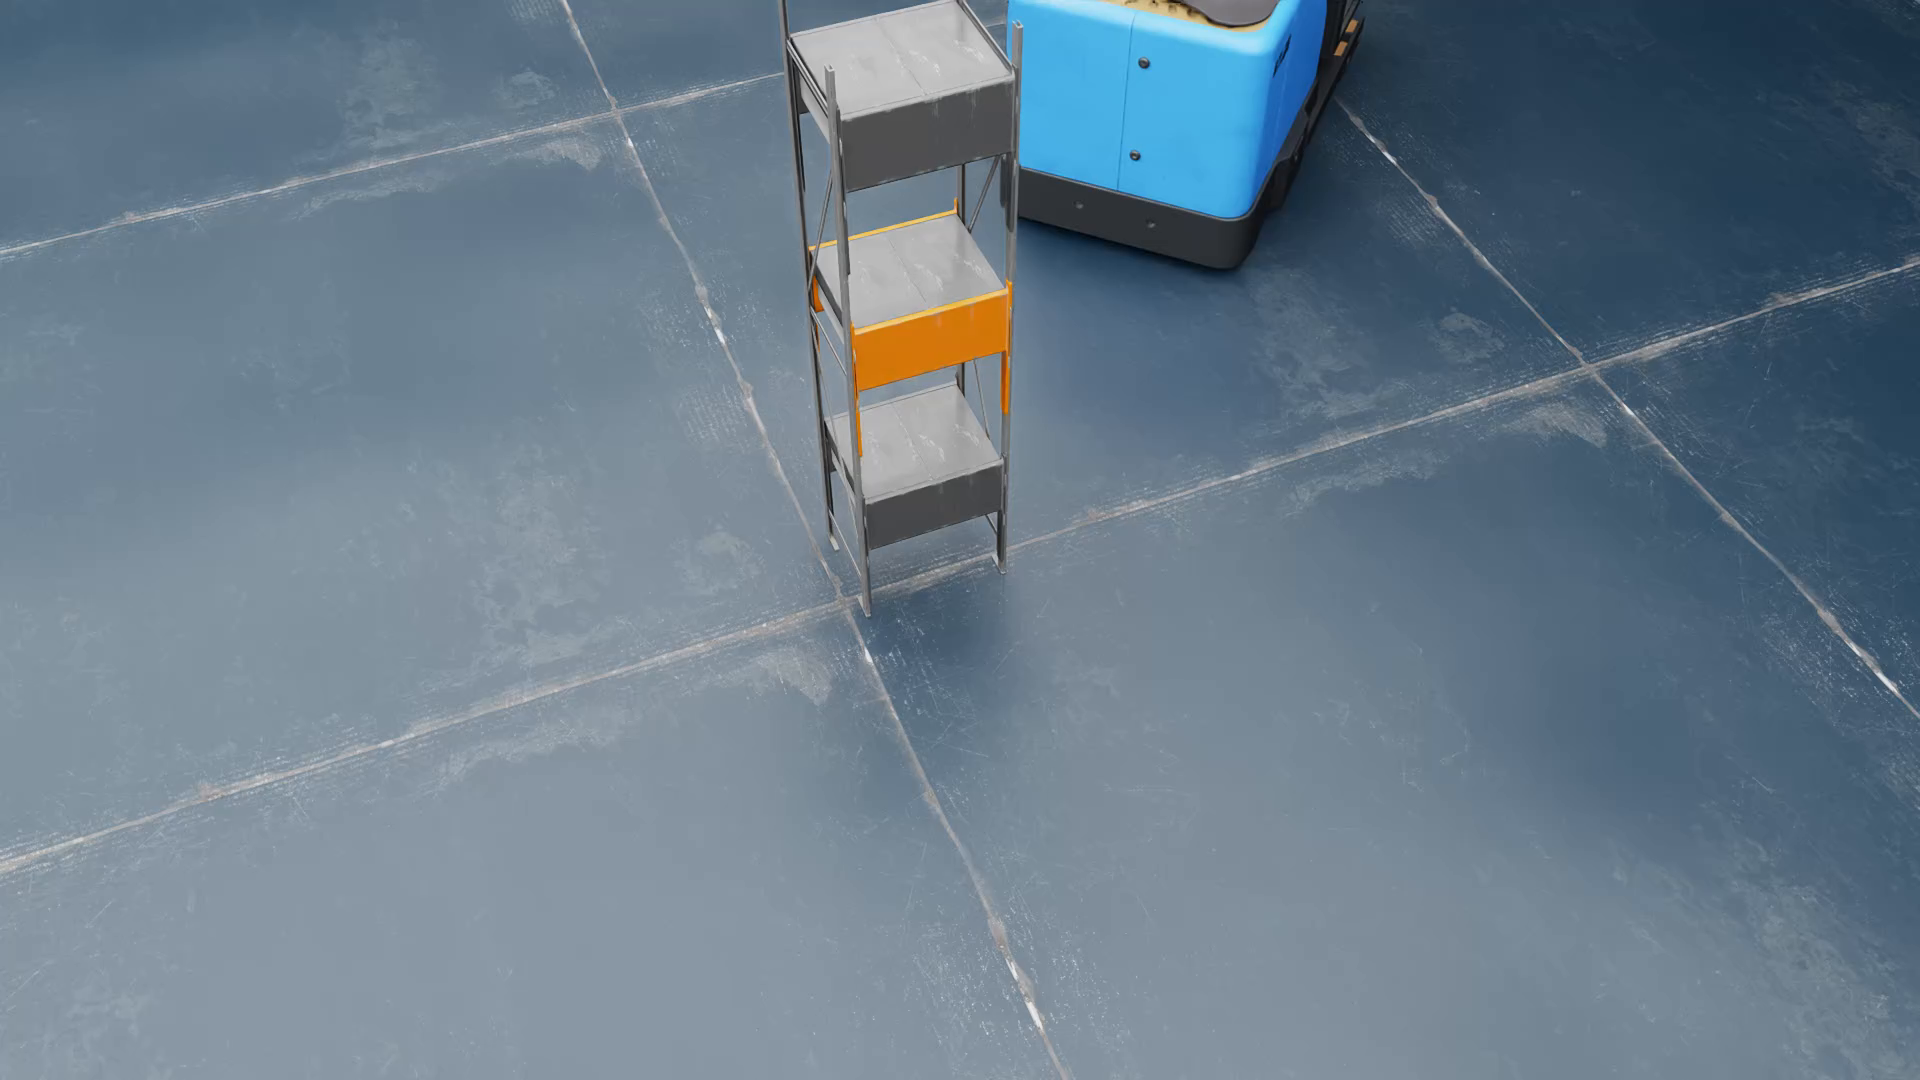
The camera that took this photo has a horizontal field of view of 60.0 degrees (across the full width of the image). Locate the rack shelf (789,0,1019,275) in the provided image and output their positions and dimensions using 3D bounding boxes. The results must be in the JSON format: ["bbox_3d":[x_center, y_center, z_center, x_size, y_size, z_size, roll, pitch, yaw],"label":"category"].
[{"bbox_3d":[-0.153,-1.084,4.392,0.480,0.518,0.431,-17,52,-14],"label":"rack shelf"}]

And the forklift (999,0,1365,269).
[{"bbox_3d":[1.206,-3.167,6.538,1.130,2.935,3.031,18,52,15],"label":"forklift"}]

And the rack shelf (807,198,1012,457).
[{"bbox_3d":[-0.153,-0.628,4.923,0.480,0.518,0.431,-17,52,-14],"label":"rack shelf"}]

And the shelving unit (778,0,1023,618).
[{"bbox_3d":[-0.153,-0.637,4.913,0.503,2.100,0.431,-17,52,-14],"label":"shelving unit"}]

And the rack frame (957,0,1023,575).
[{"bbox_3d":[0.073,-0.707,4.973,0.015,2.100,0.400,-17,52,-14],"label":"rack frame"}]

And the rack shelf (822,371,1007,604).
[{"bbox_3d":[-0.153,-0.172,5.454,0.480,0.518,0.431,-17,52,-14],"label":"rack shelf"}]

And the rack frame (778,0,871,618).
[{"bbox_3d":[-0.379,-0.567,4.853,0.015,2.100,0.400,-17,52,-14],"label":"rack frame"}]
